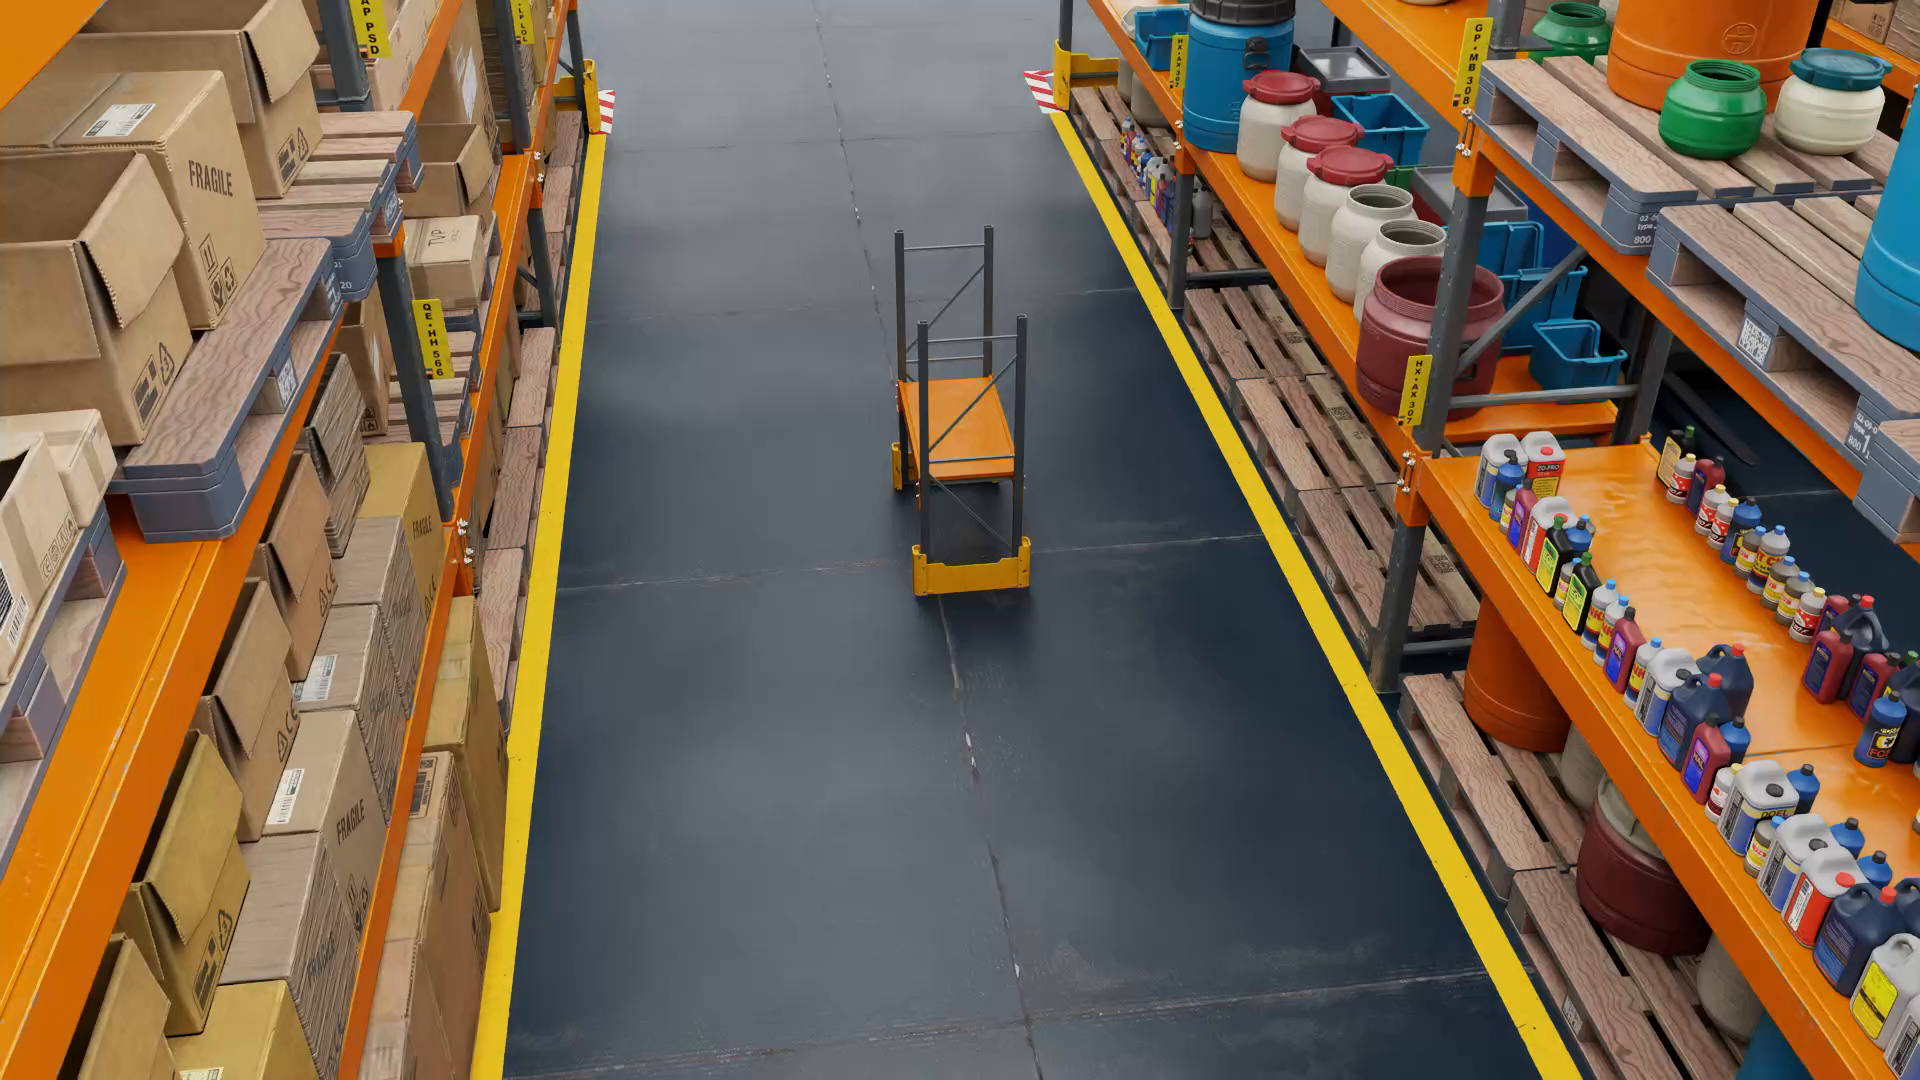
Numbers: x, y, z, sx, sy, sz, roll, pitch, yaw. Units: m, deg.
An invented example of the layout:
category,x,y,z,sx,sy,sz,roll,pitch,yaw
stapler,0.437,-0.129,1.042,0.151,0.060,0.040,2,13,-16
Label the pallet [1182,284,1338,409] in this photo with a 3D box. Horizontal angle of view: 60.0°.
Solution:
category,x,y,z,sx,sy,sz,roll,pitch,yaw
pallet,2.021,-1.235,10.375,1.003,0.211,1.213,-4,35,-6

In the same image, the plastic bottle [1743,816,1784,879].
category,x,y,z,sx,sy,sz,roll,pitch,yaw
plastic bottle,2.402,0.905,4.935,0.097,0.201,0.097,0,34,0

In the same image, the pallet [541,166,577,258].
category,x,y,z,sx,sy,sz,roll,pitch,yaw
pallet,-3.324,-2.350,12.011,1.003,0.211,1.213,-4,35,-6

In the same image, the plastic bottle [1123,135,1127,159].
category,x,y,z,sx,sy,sz,roll,pitch,yaw
plastic bottle,1.288,-2.987,12.564,0.097,0.201,0.097,0,34,0

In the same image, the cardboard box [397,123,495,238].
category,x,y,z,sx,sy,sz,roll,pitch,yaw
cardboard box,-2.707,-1.704,8.122,0.797,0.503,0.637,-1,34,-1

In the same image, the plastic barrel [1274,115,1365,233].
category,x,y,z,sx,sy,sz,roll,pitch,yaw
plastic barrel,1.887,-1.919,8.782,0.433,0.535,0.433,0,34,0

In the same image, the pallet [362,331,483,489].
category,x,y,z,sx,sy,sz,roll,pitch,yaw
pallet,-2.695,-0.526,7.029,1.213,0.211,1.003,-4,35,-6

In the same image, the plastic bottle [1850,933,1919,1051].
category,x,y,z,sx,sy,sz,roll,pitch,yaw
plastic bottle,2.505,1.173,4.408,0.144,0.351,0.185,-4,35,-6

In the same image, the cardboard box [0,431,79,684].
category,x,y,z,sx,sy,sz,roll,pitch,yaw
cardboard box,-2.014,0.021,3.098,0.500,0.311,0.500,-6,35,-8

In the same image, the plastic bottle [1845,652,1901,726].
category,x,y,z,sx,sy,sz,roll,pitch,yaw
plastic bottle,3.028,0.471,5.499,0.061,0.283,0.133,-4,35,-6

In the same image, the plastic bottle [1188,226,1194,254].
category,x,y,z,sx,sy,sz,roll,pitch,yaw
plastic bottle,1.519,-2.027,11.155,0.097,0.201,0.097,0,34,0

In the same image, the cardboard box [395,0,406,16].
category,x,y,z,sx,sy,sz,roll,pitch,yaw
cardboard box,-2.366,-2.268,6.219,0.500,0.500,0.500,-4,34,-6

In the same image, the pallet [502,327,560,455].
category,x,y,z,sx,sy,sz,roll,pitch,yaw
pallet,-2.925,-0.861,9.826,1.003,0.211,1.213,-4,35,-6

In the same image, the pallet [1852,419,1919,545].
category,x,y,z,sx,sy,sz,roll,pitch,yaw
pallet,2.750,0.050,3.518,1.213,0.211,1.003,-4,35,-6

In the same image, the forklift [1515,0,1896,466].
category,x,y,z,sx,sy,sz,roll,pitch,yaw
forklift,4.396,-2.299,9.521,1.130,2.935,3.031,-4,34,-6

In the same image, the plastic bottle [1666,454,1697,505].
category,x,y,z,sx,sy,sz,roll,pitch,yaw
plastic bottle,2.889,-0.250,6.629,0.097,0.201,0.097,0,34,0

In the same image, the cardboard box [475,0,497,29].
category,x,y,z,sx,sy,sz,roll,pitch,yaw
cardboard box,-2.840,-3.296,9.682,0.500,0.500,0.500,-4,35,-6

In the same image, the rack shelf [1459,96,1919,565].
category,x,y,z,sx,sy,sz,roll,pitch,yaw
rack shelf,2.684,-0.417,4.674,1.077,0.370,4.000,-4,35,-6

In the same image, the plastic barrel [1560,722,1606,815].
category,x,y,z,sx,sy,sz,roll,pitch,yaw
plastic barrel,2.662,0.844,6.685,0.421,0.512,0.421,0,34,0

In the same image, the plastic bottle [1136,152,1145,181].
category,x,y,z,sx,sy,sz,roll,pitch,yaw
plastic bottle,1.347,-2.743,12.205,0.097,0.201,0.097,0,34,0

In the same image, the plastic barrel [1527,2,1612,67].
category,x,y,z,sx,sy,sz,roll,pitch,yaw
plastic barrel,2.331,-1.900,6.349,0.294,0.245,0.294,0,34,0

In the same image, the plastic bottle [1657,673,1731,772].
category,x,y,z,sx,sy,sz,roll,pitch,yaw
plastic bottle,2.357,0.559,5.310,0.144,0.351,0.185,-4,35,-6

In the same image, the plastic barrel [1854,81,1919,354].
category,x,y,z,sx,sy,sz,roll,pitch,yaw
plastic barrel,2.572,-0.920,3.954,0.600,0.901,0.708,-4,35,-6

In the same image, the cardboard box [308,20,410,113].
category,x,y,z,sx,sy,sz,roll,pitch,yaw
cardboard box,-2.304,-1.675,6.014,0.500,0.250,0.500,-4,34,-6

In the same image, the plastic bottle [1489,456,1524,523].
category,x,y,z,sx,sy,sz,roll,pitch,yaw
plastic bottle,2.141,-0.205,6.501,0.097,0.271,0.097,0,34,0

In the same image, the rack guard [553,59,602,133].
category,x,y,z,sx,sy,sz,roll,pitch,yaw
rack guard,-3.559,-3.605,13.596,1.175,0.500,0.348,-4,35,-6

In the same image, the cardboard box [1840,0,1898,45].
category,x,y,z,sx,sy,sz,roll,pitch,yaw
cardboard box,6.642,-3.778,11.542,0.700,0.500,0.500,-5,35,-7

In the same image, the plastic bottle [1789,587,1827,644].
category,x,y,z,sx,sy,sz,roll,pitch,yaw
plastic bottle,3.012,0.259,5.882,0.097,0.201,0.097,0,34,0

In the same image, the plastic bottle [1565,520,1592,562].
category,x,y,z,sx,sy,sz,roll,pitch,yaw
plastic bottle,2.264,0.049,6.129,0.097,0.271,0.097,0,34,0

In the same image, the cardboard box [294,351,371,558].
category,x,y,z,sx,sy,sz,roll,pitch,yaw
cardboard box,-2.411,-0.262,5.492,0.797,0.503,0.637,-3,34,-5

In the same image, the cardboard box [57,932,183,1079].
category,x,y,z,sx,sy,sz,roll,pitch,yaw
cardboard box,-2.049,1.205,3.339,0.797,0.503,0.637,-5,35,-8

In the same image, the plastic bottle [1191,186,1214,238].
category,x,y,z,sx,sy,sz,roll,pitch,yaw
plastic bottle,1.647,-2.259,11.362,0.144,0.351,0.185,-4,35,-6

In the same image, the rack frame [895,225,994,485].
category,x,y,z,sx,sy,sz,roll,pitch,yaw
rack frame,-0.080,-0.951,8.814,0.500,1.500,0.032,-4,35,-6

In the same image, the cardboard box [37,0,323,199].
category,x,y,z,sx,sy,sz,roll,pitch,yaw
cardboard box,-2.340,-1.337,4.919,0.797,0.503,0.637,-2,34,-4

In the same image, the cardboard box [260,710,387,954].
category,x,y,z,sx,sy,sz,roll,pitch,yaw
cardboard box,-1.980,0.852,4.748,0.500,0.500,0.500,-4,34,-5

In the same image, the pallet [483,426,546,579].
category,x,y,z,sx,sy,sz,roll,pitch,yaw
pallet,-2.758,-0.179,8.825,1.003,0.211,1.213,-4,35,-6

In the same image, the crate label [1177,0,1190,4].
category,x,y,z,sx,sy,sz,roll,pitch,yaw
crate label,1.854,-4.063,12.017,0.502,0.435,0.616,-4,35,-6

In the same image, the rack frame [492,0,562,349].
category,x,y,z,sx,sy,sz,roll,pitch,yaw
rack frame,-3.031,-2.448,9.678,1.000,3.000,0.127,-4,35,-6

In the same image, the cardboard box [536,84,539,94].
category,x,y,z,sx,sy,sz,roll,pitch,yaw
cardboard box,-2.887,-2.904,10.570,0.380,0.149,0.250,-4,35,-6

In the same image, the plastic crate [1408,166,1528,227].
category,x,y,z,sx,sy,sz,roll,pitch,yaw
plastic crate,2.501,-1.542,8.293,0.402,0.464,0.583,-4,35,-6

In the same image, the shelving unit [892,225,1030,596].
category,x,y,z,sx,sy,sz,roll,pitch,yaw
shelving unit,-0.010,-0.662,8.390,0.587,1.500,1.083,-4,35,-6

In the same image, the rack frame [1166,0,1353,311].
category,x,y,z,sx,sy,sz,roll,pitch,yaw
rack frame,1.877,-2.823,10.229,1.000,3.000,0.127,-4,35,-6

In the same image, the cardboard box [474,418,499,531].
category,x,y,z,sx,sy,sz,roll,pitch,yaw
cardboard box,-2.774,-0.361,8.446,0.700,0.500,0.500,-2,34,-2

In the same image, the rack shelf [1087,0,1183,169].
category,x,y,z,sx,sy,sz,roll,pitch,yaw
rack shelf,1.608,-3.642,12.069,1.077,0.370,4.000,-4,35,-6

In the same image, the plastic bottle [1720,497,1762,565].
category,x,y,z,sx,sy,sz,roll,pitch,yaw
plastic bottle,2.946,-0.041,6.261,0.097,0.271,0.097,0,34,0

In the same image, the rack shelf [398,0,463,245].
category,x,y,z,sx,sy,sz,roll,pitch,yaw
rack shelf,-2.762,-2.274,7.399,1.077,0.370,4.000,-4,35,-6

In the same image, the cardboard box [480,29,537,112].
category,x,y,z,sx,sy,sz,roll,pitch,yaw
cardboard box,-3.030,-2.868,9.942,0.875,0.500,0.500,-4,35,-6

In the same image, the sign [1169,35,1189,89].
category,x,y,z,sx,sy,sz,roll,pitch,yaw
sign,1.330,-2.902,10.099,0.100,0.325,0.005,-4,35,-6

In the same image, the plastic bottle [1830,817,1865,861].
category,x,y,z,sx,sy,sz,roll,pitch,yaw
plastic bottle,2.565,0.919,4.853,0.097,0.271,0.097,0,34,0

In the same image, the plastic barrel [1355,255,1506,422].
category,x,y,z,sx,sy,sz,roll,pitch,yaw
plastic barrel,2.052,-0.883,7.261,0.600,0.536,0.708,-4,35,-6

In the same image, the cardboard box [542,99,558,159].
category,x,y,z,sx,sy,sz,roll,pitch,yaw
cardboard box,-3.387,-3.140,12.541,0.500,0.500,0.500,4,35,6

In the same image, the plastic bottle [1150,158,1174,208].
category,x,y,z,sx,sy,sz,roll,pitch,yaw
plastic bottle,1.435,-2.535,11.768,0.144,0.351,0.185,-5,35,-7

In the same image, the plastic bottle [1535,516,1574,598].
category,x,y,z,sx,sy,sz,roll,pitch,yaw
plastic bottle,2.188,0.060,6.102,0.061,0.283,0.133,-4,35,-6

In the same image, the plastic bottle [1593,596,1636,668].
category,x,y,z,sx,sy,sz,roll,pitch,yaw
plastic bottle,2.265,0.311,5.745,0.097,0.271,0.097,0,34,0

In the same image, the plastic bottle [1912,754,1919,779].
category,x,y,z,sx,sy,sz,roll,pitch,yaw
plastic bottle,3.111,0.640,5.262,0.097,0.271,0.097,0,34,0
